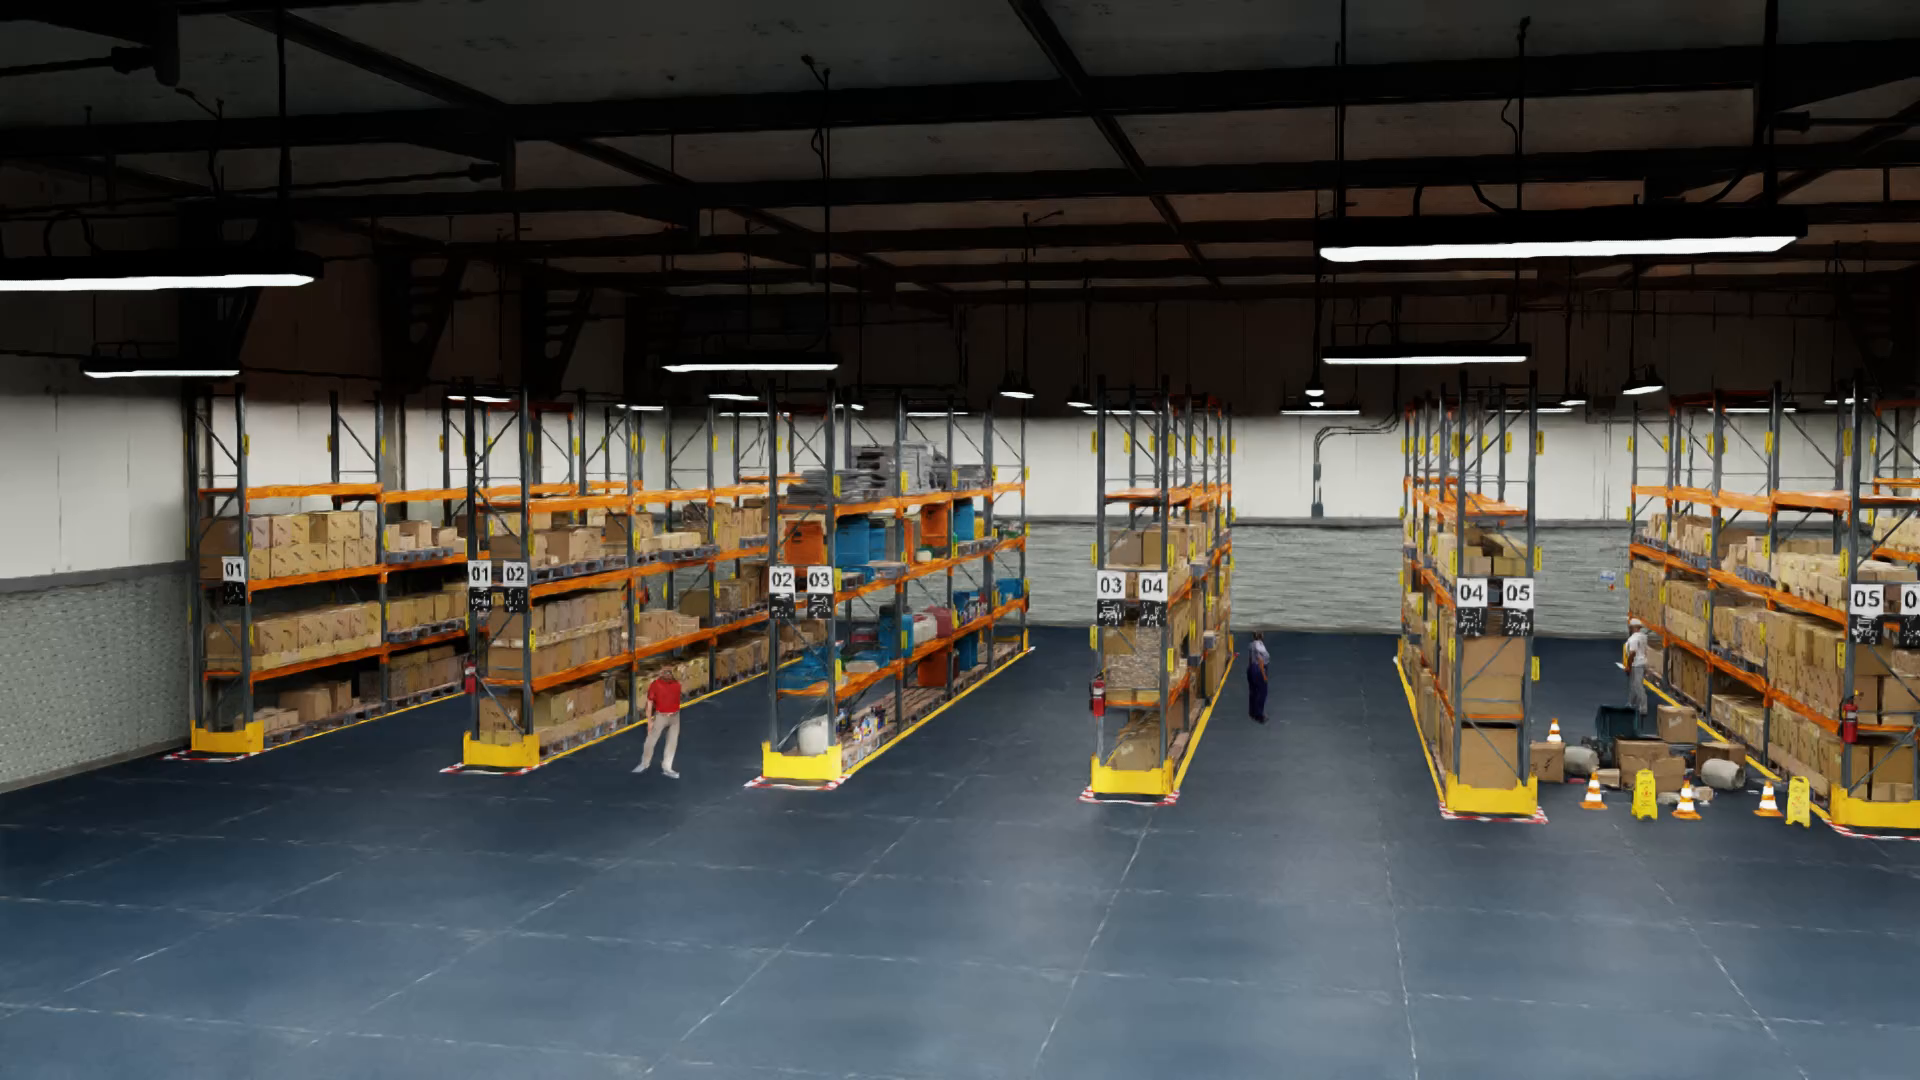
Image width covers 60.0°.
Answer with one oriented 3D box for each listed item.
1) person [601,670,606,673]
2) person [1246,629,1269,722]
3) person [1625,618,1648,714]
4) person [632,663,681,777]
[{"bbox_3d":[-7.225,2.339,33.226,0.566,1.541,0.519,1,3,11],"label":"person"},{"bbox_3d":[5.446,2.474,30.316,0.384,1.717,0.559,-1,3,-16],"label":"person"},{"bbox_3d":[12.582,2.330,31.051,0.591,1.763,0.685,2,4,34],"label":"person"},{"bbox_3d":[-4.561,2.710,25.091,0.729,1.718,0.547,-2,4,-29],"label":"person"}]
